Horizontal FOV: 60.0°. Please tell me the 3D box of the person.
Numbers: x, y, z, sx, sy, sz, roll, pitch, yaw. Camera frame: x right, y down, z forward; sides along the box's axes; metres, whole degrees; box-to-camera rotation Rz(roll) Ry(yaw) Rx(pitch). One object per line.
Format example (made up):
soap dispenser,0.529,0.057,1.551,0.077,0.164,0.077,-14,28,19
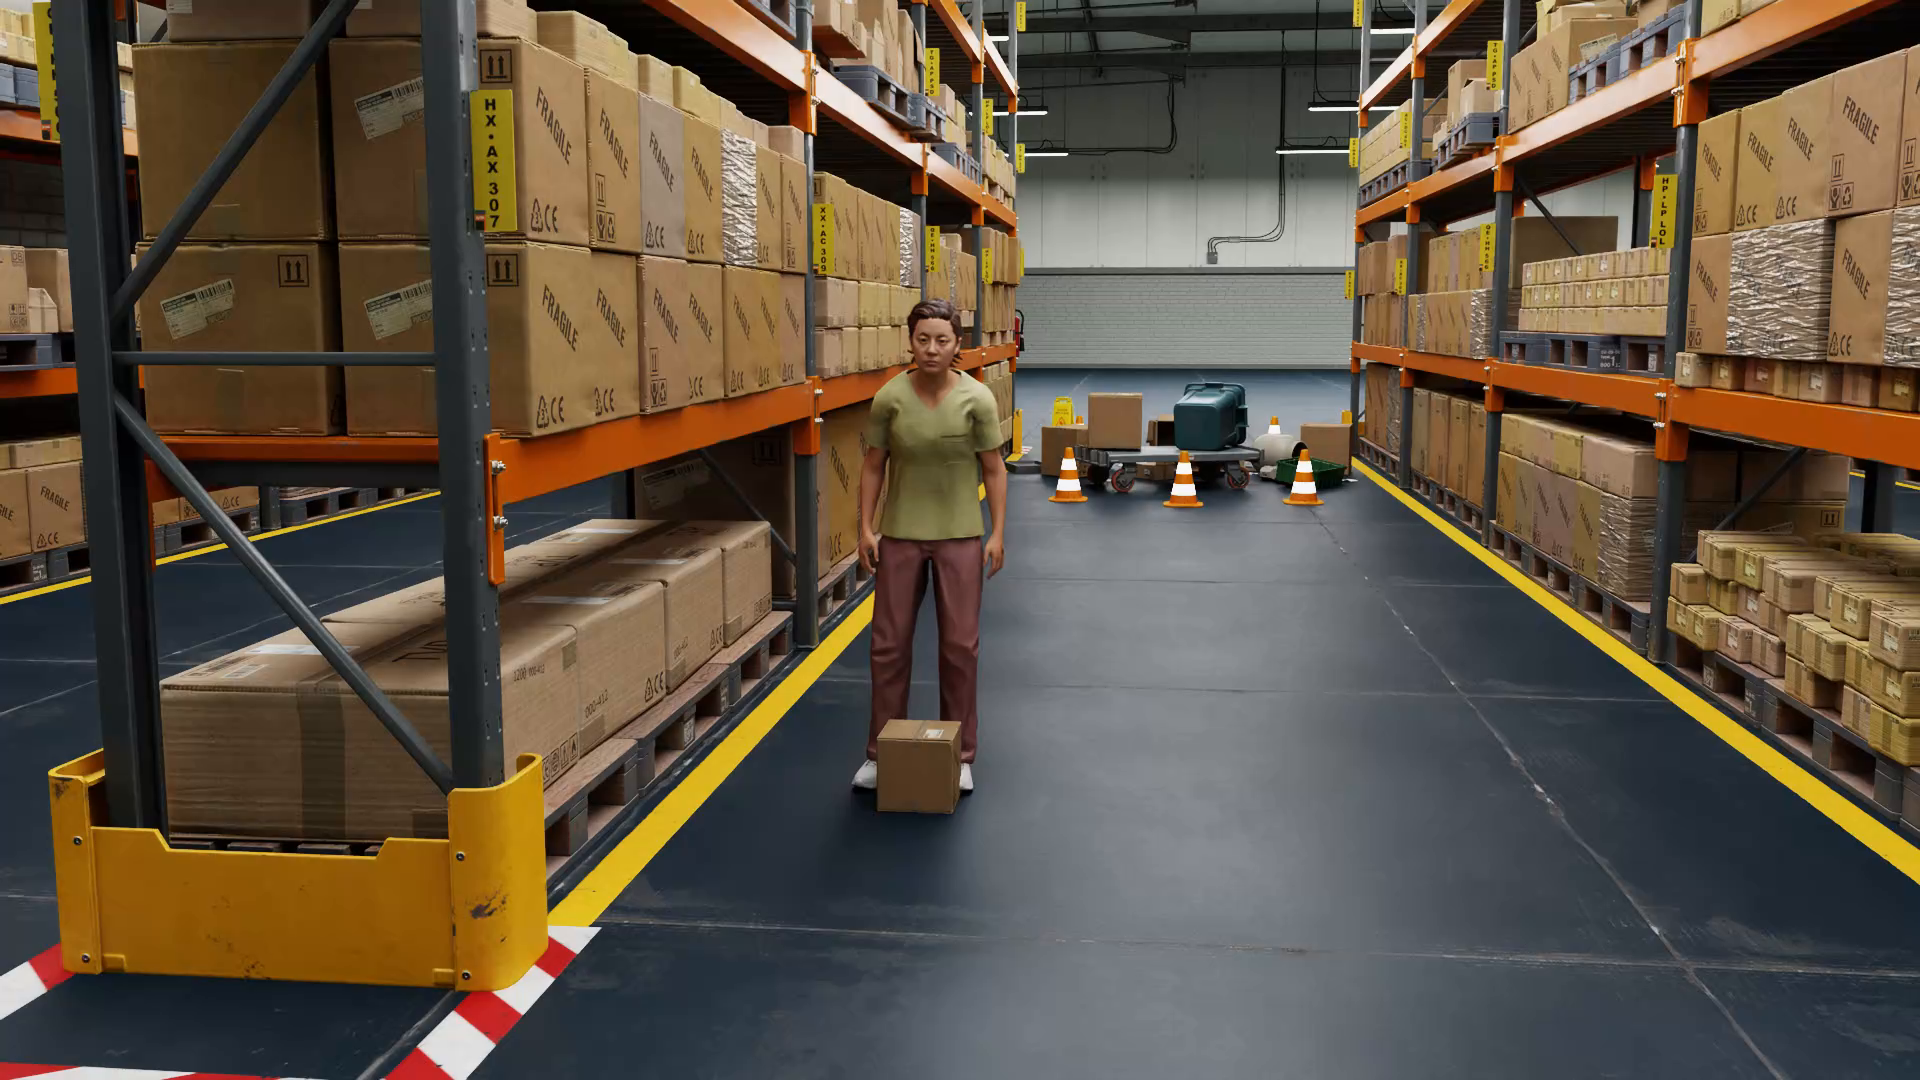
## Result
person,-0.102,0.015,5.688,0.519,1.673,0.356,1,8,5
